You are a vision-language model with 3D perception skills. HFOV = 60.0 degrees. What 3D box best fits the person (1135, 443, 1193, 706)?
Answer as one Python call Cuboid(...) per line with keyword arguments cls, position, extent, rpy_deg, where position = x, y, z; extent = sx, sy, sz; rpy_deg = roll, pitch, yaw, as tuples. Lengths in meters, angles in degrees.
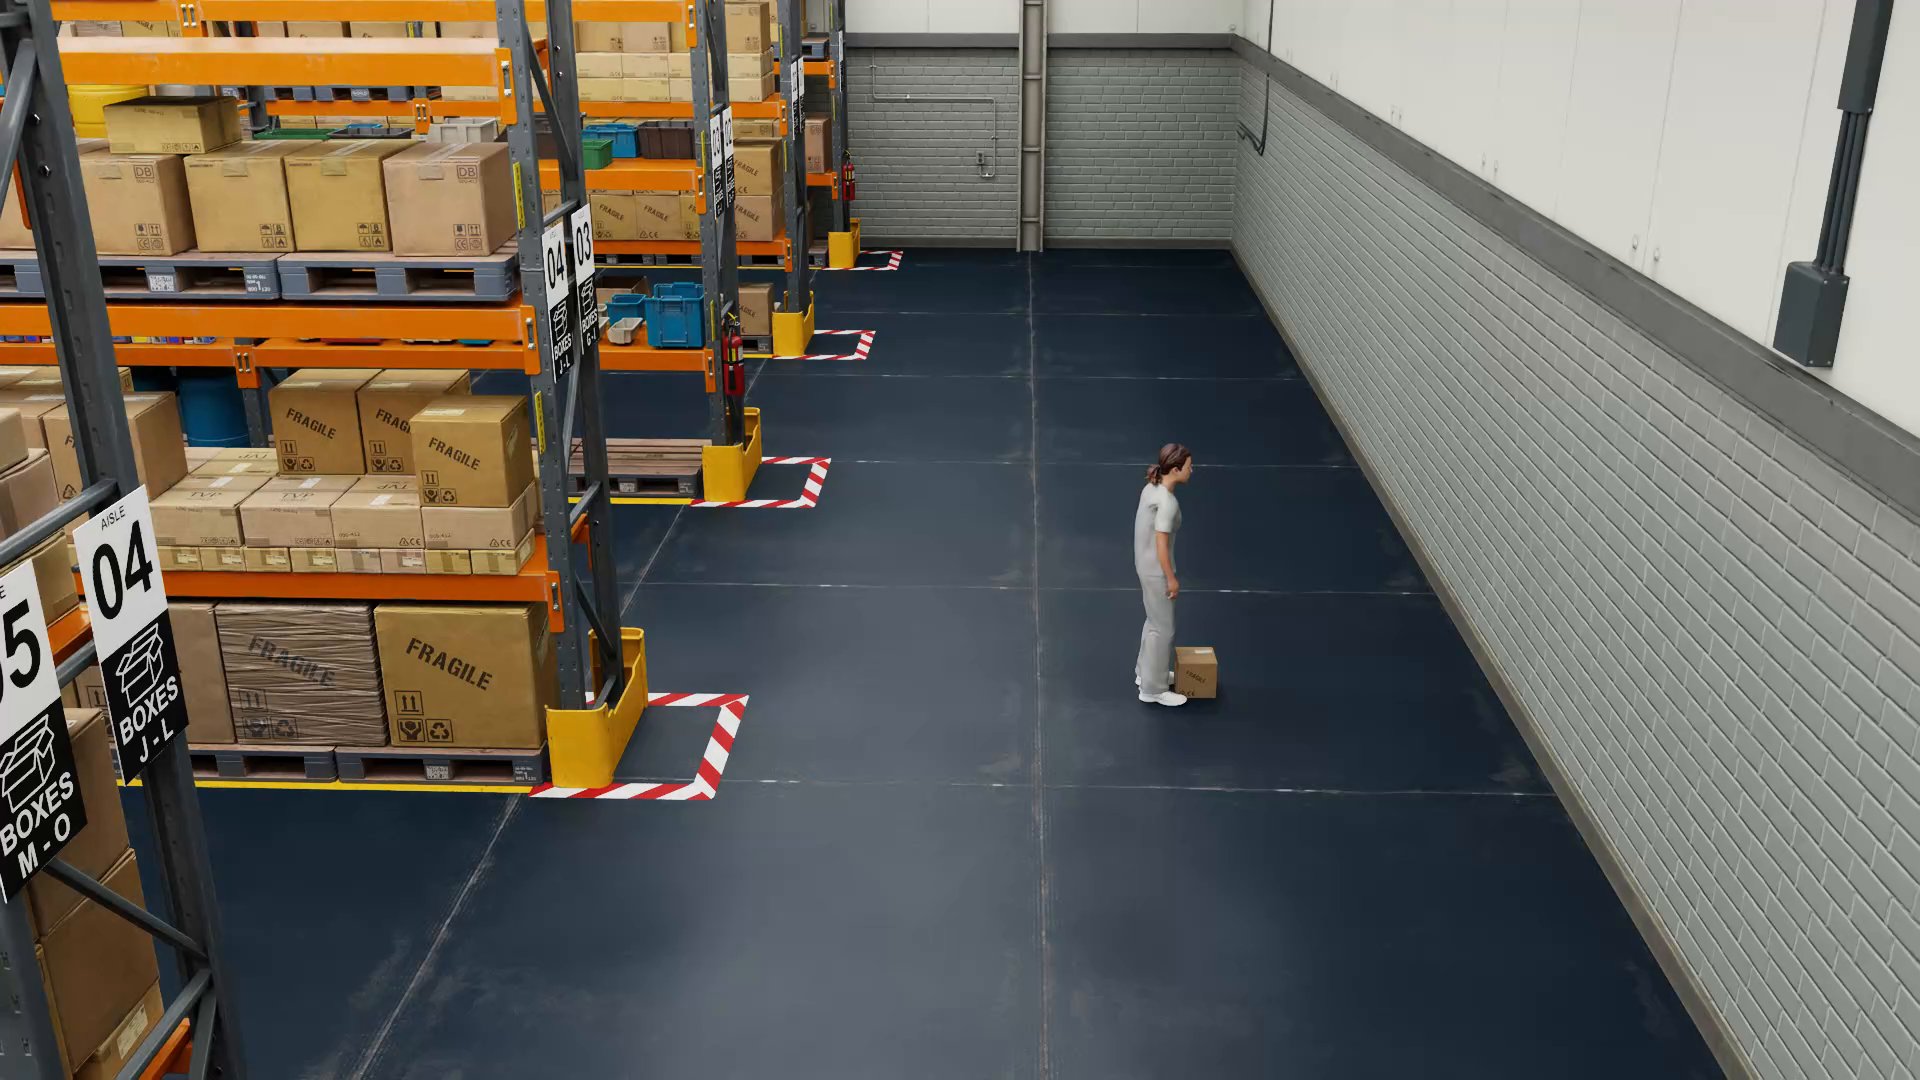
Cuboid(cls="person", position=(1.284, 0.196, 10.568), extent=(0.356, 1.673, 0.508), rpy_deg=(0, 21, 0))
